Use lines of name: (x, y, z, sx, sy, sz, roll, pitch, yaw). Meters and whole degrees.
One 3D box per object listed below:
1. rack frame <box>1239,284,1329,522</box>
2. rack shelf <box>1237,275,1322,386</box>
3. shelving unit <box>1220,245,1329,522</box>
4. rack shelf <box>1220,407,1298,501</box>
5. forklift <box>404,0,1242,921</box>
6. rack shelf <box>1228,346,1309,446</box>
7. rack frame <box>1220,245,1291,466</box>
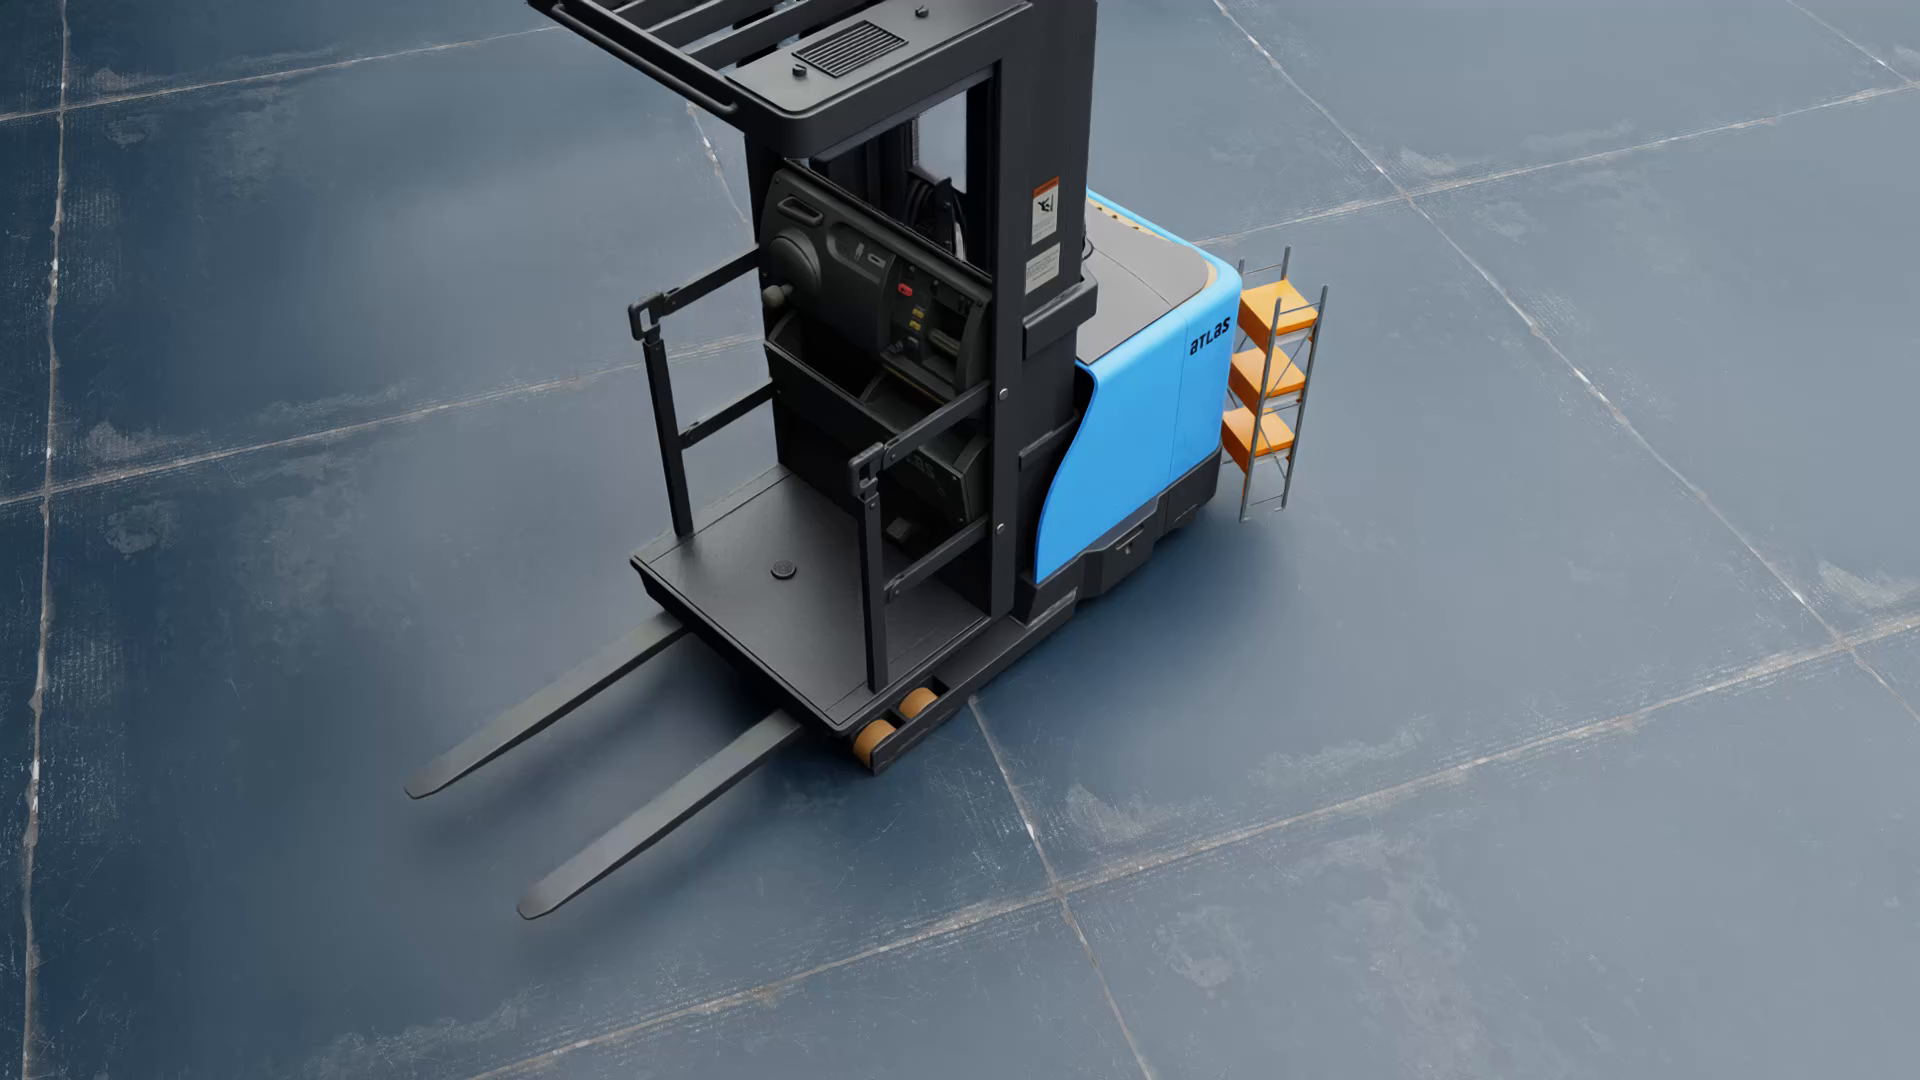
rack frame: (1.154, -0.468, 5.975, 0.200, 1.050, 0.008, -17, 47, -16)
rack shelf: (1.107, -0.740, 5.861, 0.215, 0.259, 0.240, -17, 47, -16)
shelving unit: (1.106, -0.547, 6.054, 0.215, 1.050, 0.252, -17, 47, -16)
rack shelf: (1.106, -0.344, 6.258, 0.215, 0.259, 0.240, -17, 47, -16)
forklift: (-0.421, -0.695, 4.873, 3.031, 2.935, 1.130, -35, 55, -30)
rack shelf: (1.106, -0.540, 6.061, 0.215, 0.259, 0.240, -17, 47, -16)
rack frame: (1.059, -0.627, 6.133, 0.200, 1.050, 0.008, -17, 47, -16)
